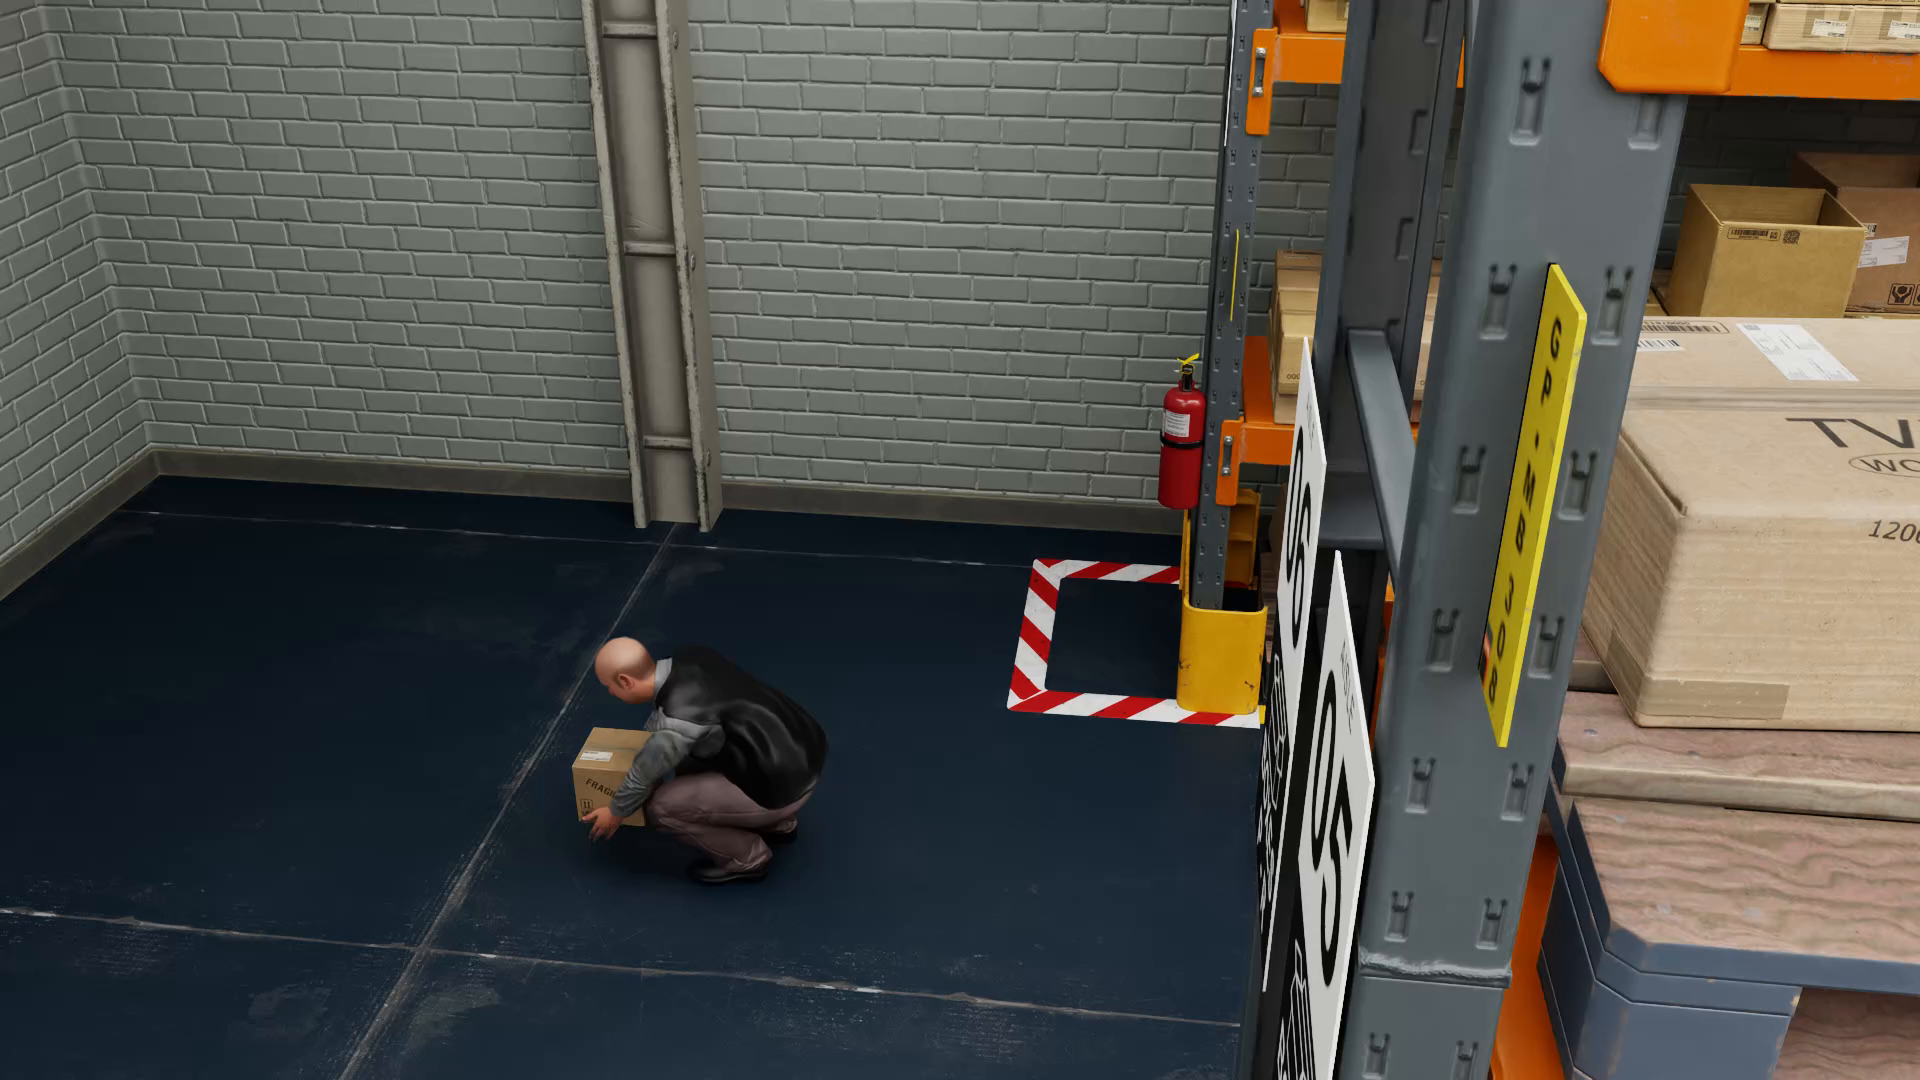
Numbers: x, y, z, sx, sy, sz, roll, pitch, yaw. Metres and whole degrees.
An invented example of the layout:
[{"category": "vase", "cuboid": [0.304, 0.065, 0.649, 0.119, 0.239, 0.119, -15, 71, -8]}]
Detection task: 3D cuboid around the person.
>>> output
[{"category": "person", "cuboid": [-0.930, 0.765, 6.034, 0.876, 0.969, 0.524, 3, 28, 6]}]
